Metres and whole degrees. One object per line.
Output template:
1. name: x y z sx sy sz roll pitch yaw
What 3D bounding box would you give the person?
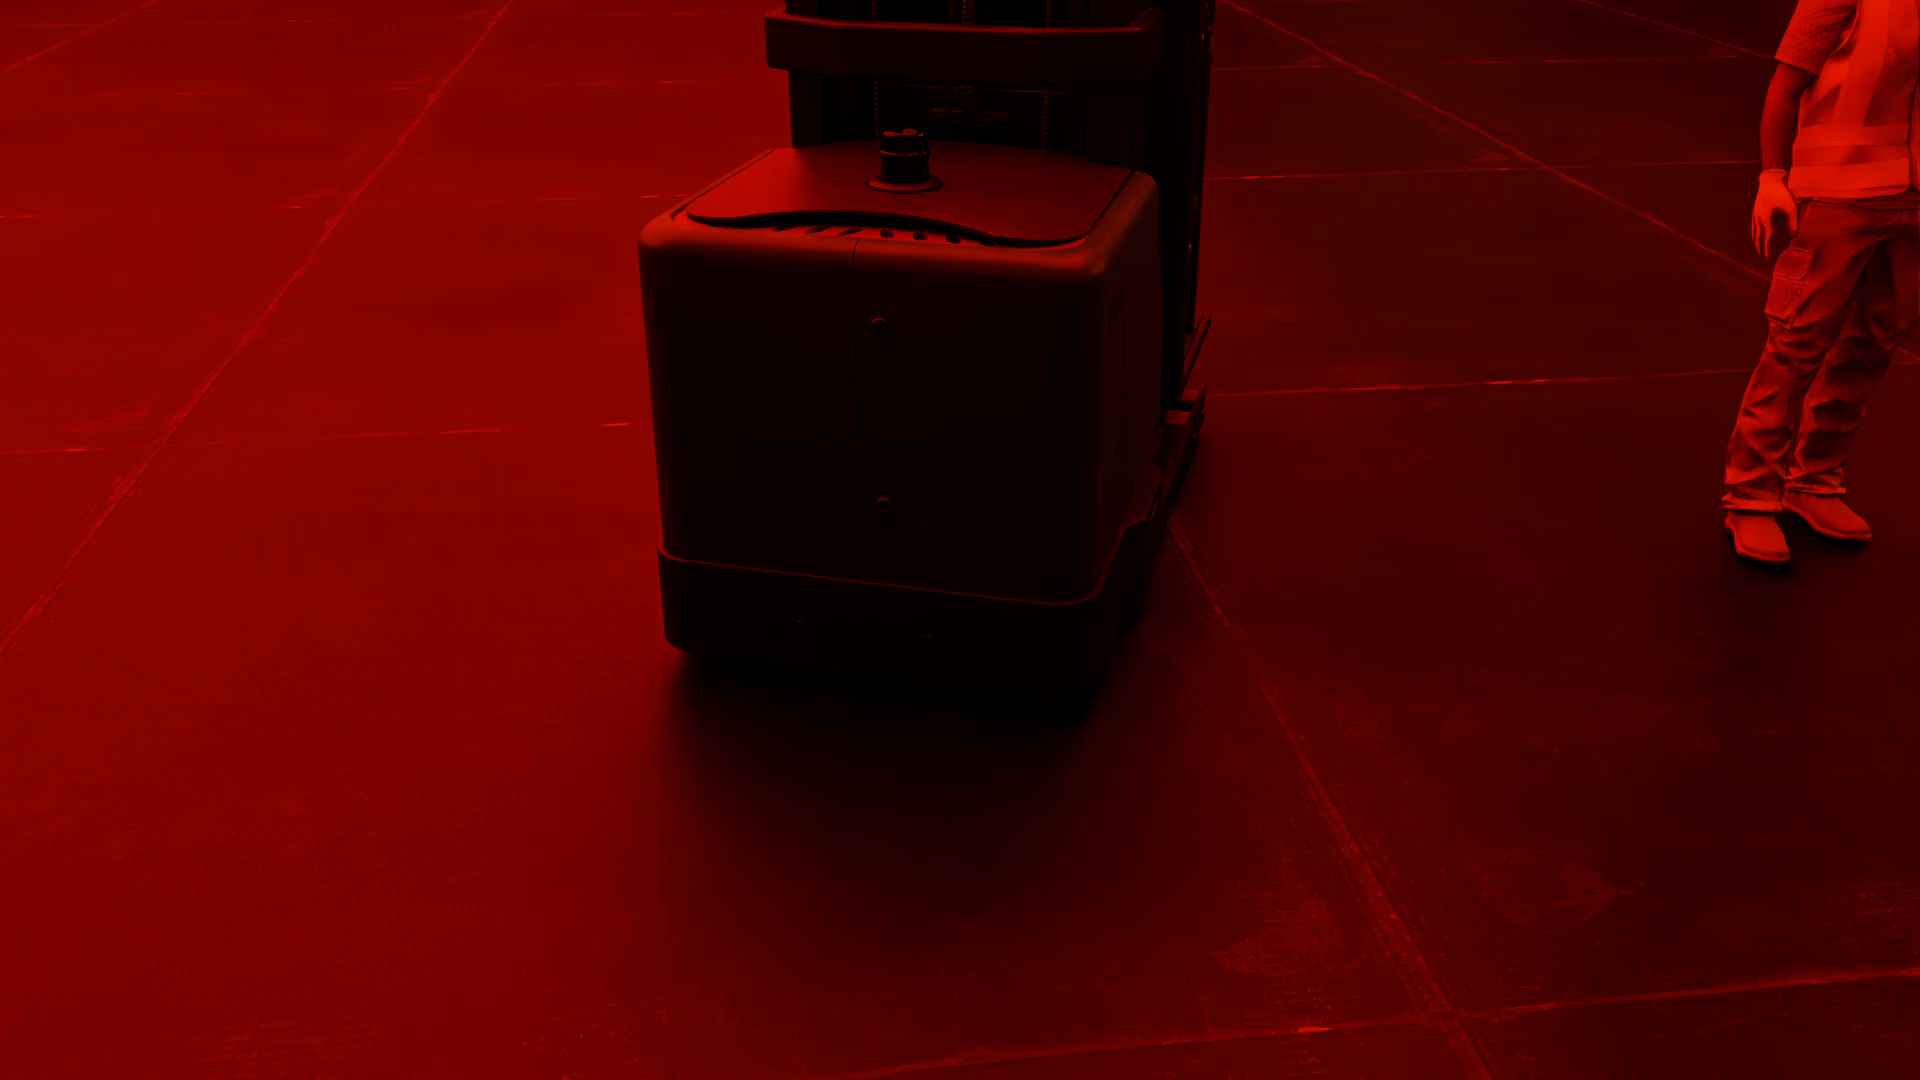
1. person: 2.394 -0.846 4.293 0.661 1.784 0.578 -2 26 -4

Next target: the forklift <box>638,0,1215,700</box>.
1. forklift: 0.156 -1.583 4.514 1.130 2.935 3.031 6 26 13
